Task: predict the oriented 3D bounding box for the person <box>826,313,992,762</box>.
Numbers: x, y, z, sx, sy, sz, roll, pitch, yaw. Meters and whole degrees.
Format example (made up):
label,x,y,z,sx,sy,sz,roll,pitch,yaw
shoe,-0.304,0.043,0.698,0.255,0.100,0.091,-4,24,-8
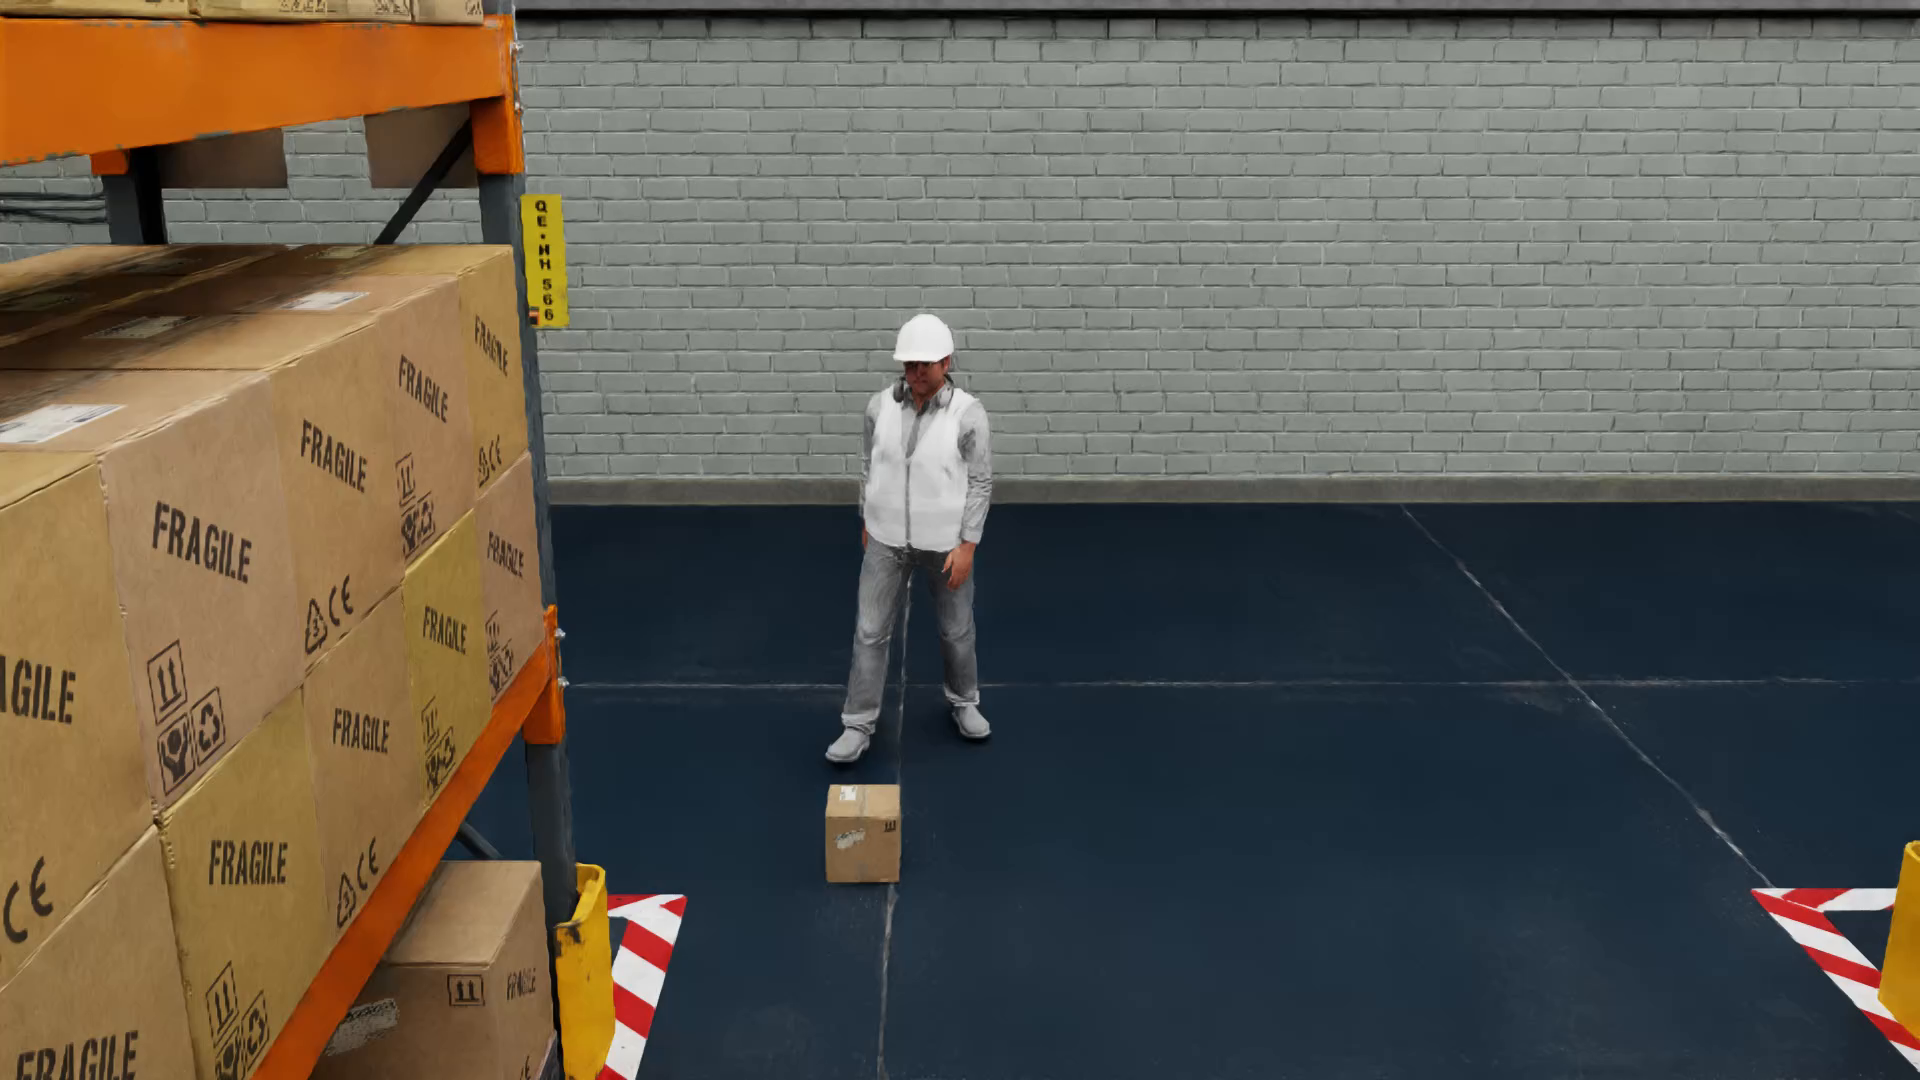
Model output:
label,x,y,z,sx,sy,sz,roll,pitch,yaw
person,-0.176,-0.012,6.515,0.613,1.758,0.680,4,17,12
